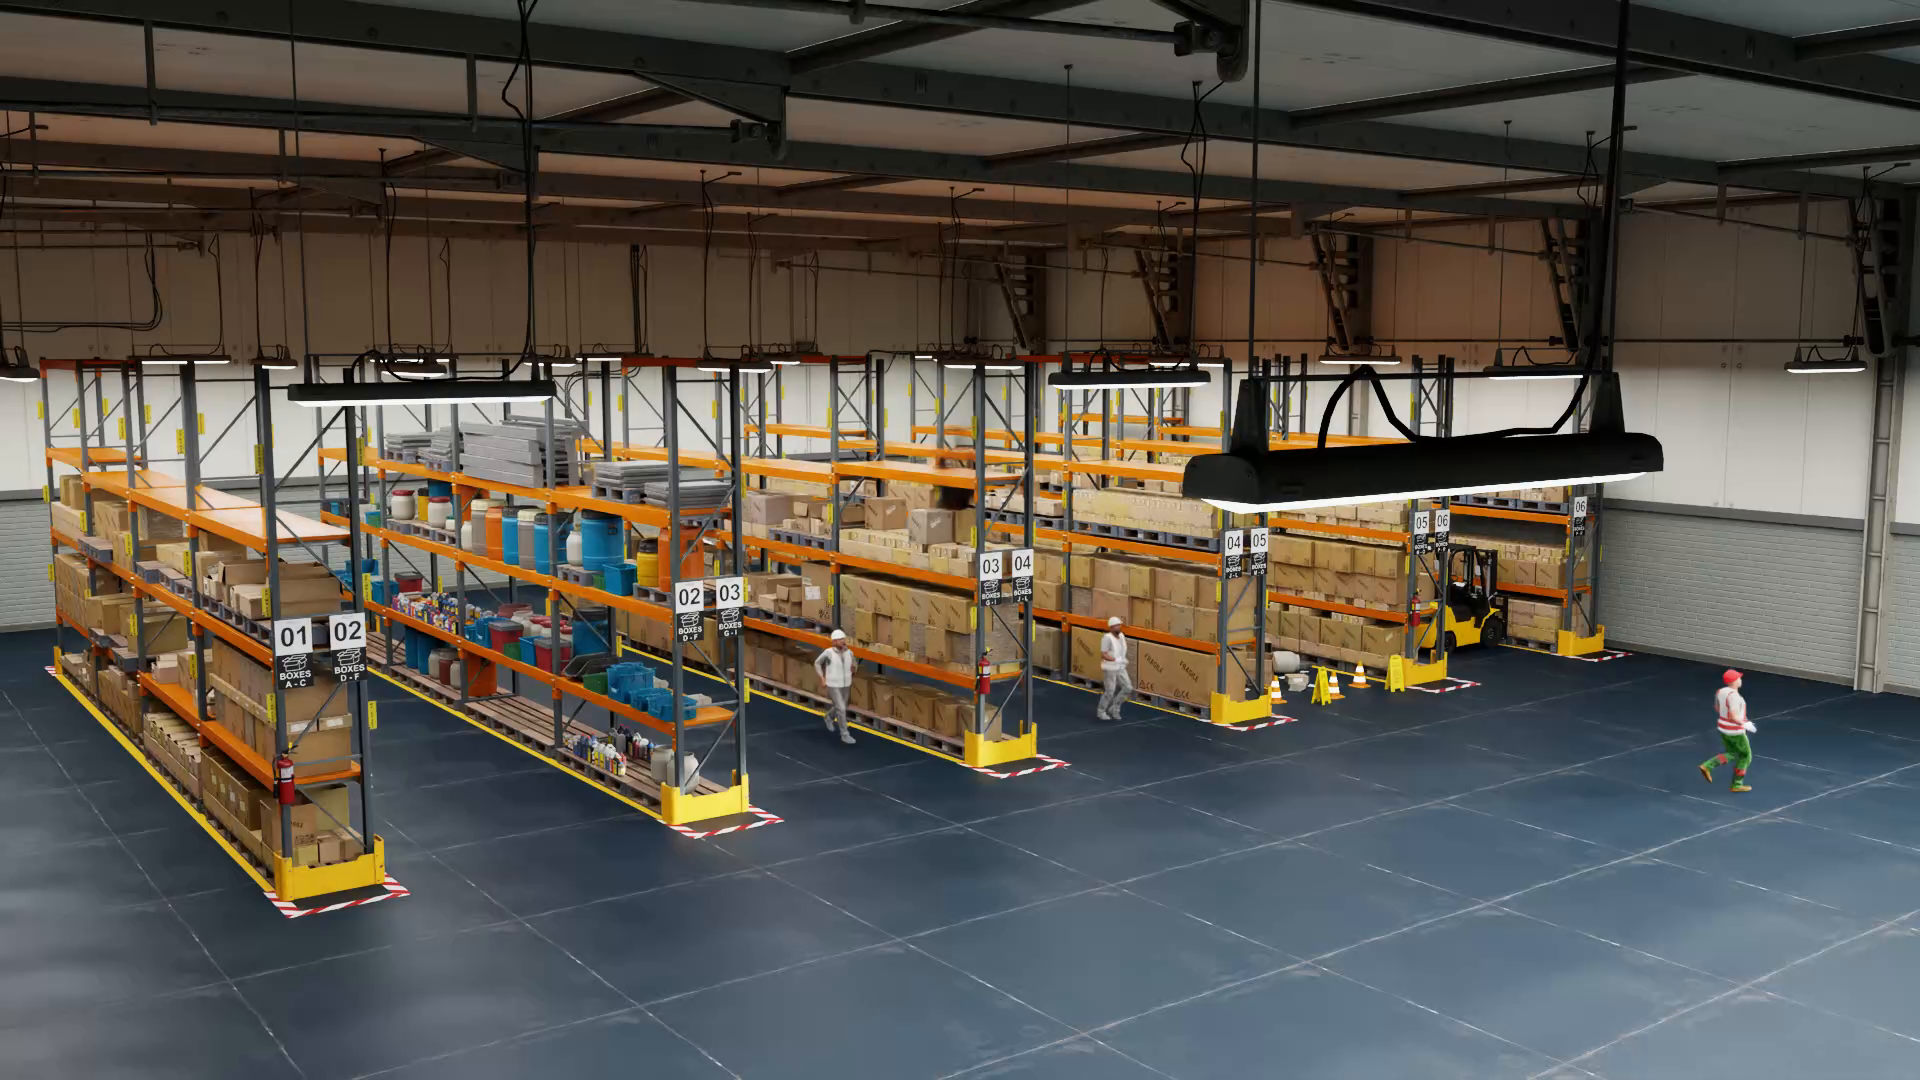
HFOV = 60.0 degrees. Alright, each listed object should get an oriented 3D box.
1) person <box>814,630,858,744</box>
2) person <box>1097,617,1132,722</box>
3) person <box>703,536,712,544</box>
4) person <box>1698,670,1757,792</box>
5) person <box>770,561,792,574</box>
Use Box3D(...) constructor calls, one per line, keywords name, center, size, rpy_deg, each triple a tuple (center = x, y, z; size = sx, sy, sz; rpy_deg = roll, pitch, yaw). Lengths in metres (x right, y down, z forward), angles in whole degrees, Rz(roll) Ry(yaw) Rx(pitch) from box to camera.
Box3D(name="person", center=(-1.930, 2.280, 26.264), size=(0.657, 1.757, 0.952), rpy_deg=(-5, 9, -38))
Box3D(name="person", center=(2.595, 2.157, 27.569), size=(0.690, 1.791, 0.709), rpy_deg=(7, 10, 44))
Box3D(name="person", center=(-6.366, 0.598, 40.588), size=(0.671, 1.795, 0.849), rpy_deg=(4, 8, 29))
Box3D(name="person", center=(10.783, 2.675, 23.306), size=(0.708, 1.742, 0.659), rpy_deg=(0, 7, 0))
Box3D(name="person", center=(-4.533, 0.470, 41.962), size=(0.788, 1.684, 0.620), rpy_deg=(2, 7, 17))
